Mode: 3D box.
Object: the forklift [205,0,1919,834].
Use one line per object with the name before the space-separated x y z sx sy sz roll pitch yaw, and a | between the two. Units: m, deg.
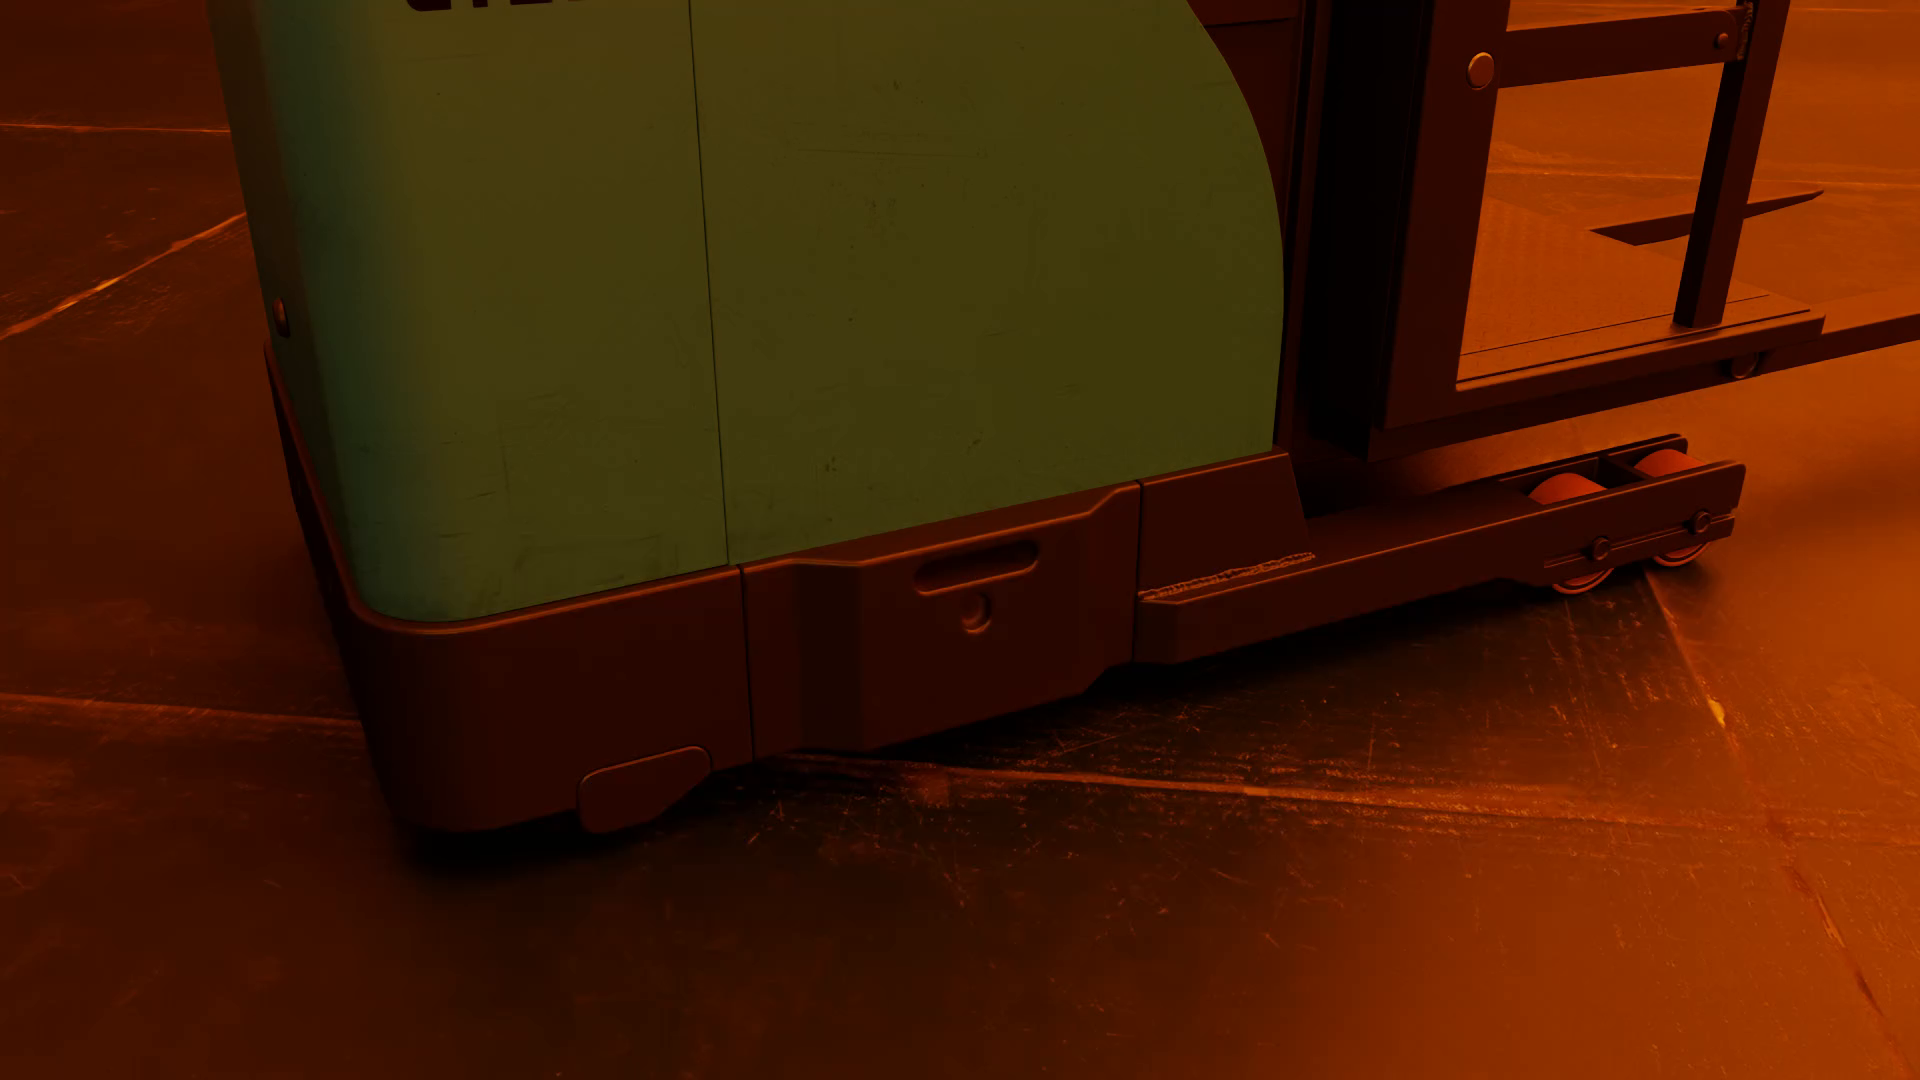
forklift | 0.561 -1.434 2.091 3.031 2.935 1.130 -12 29 -23
